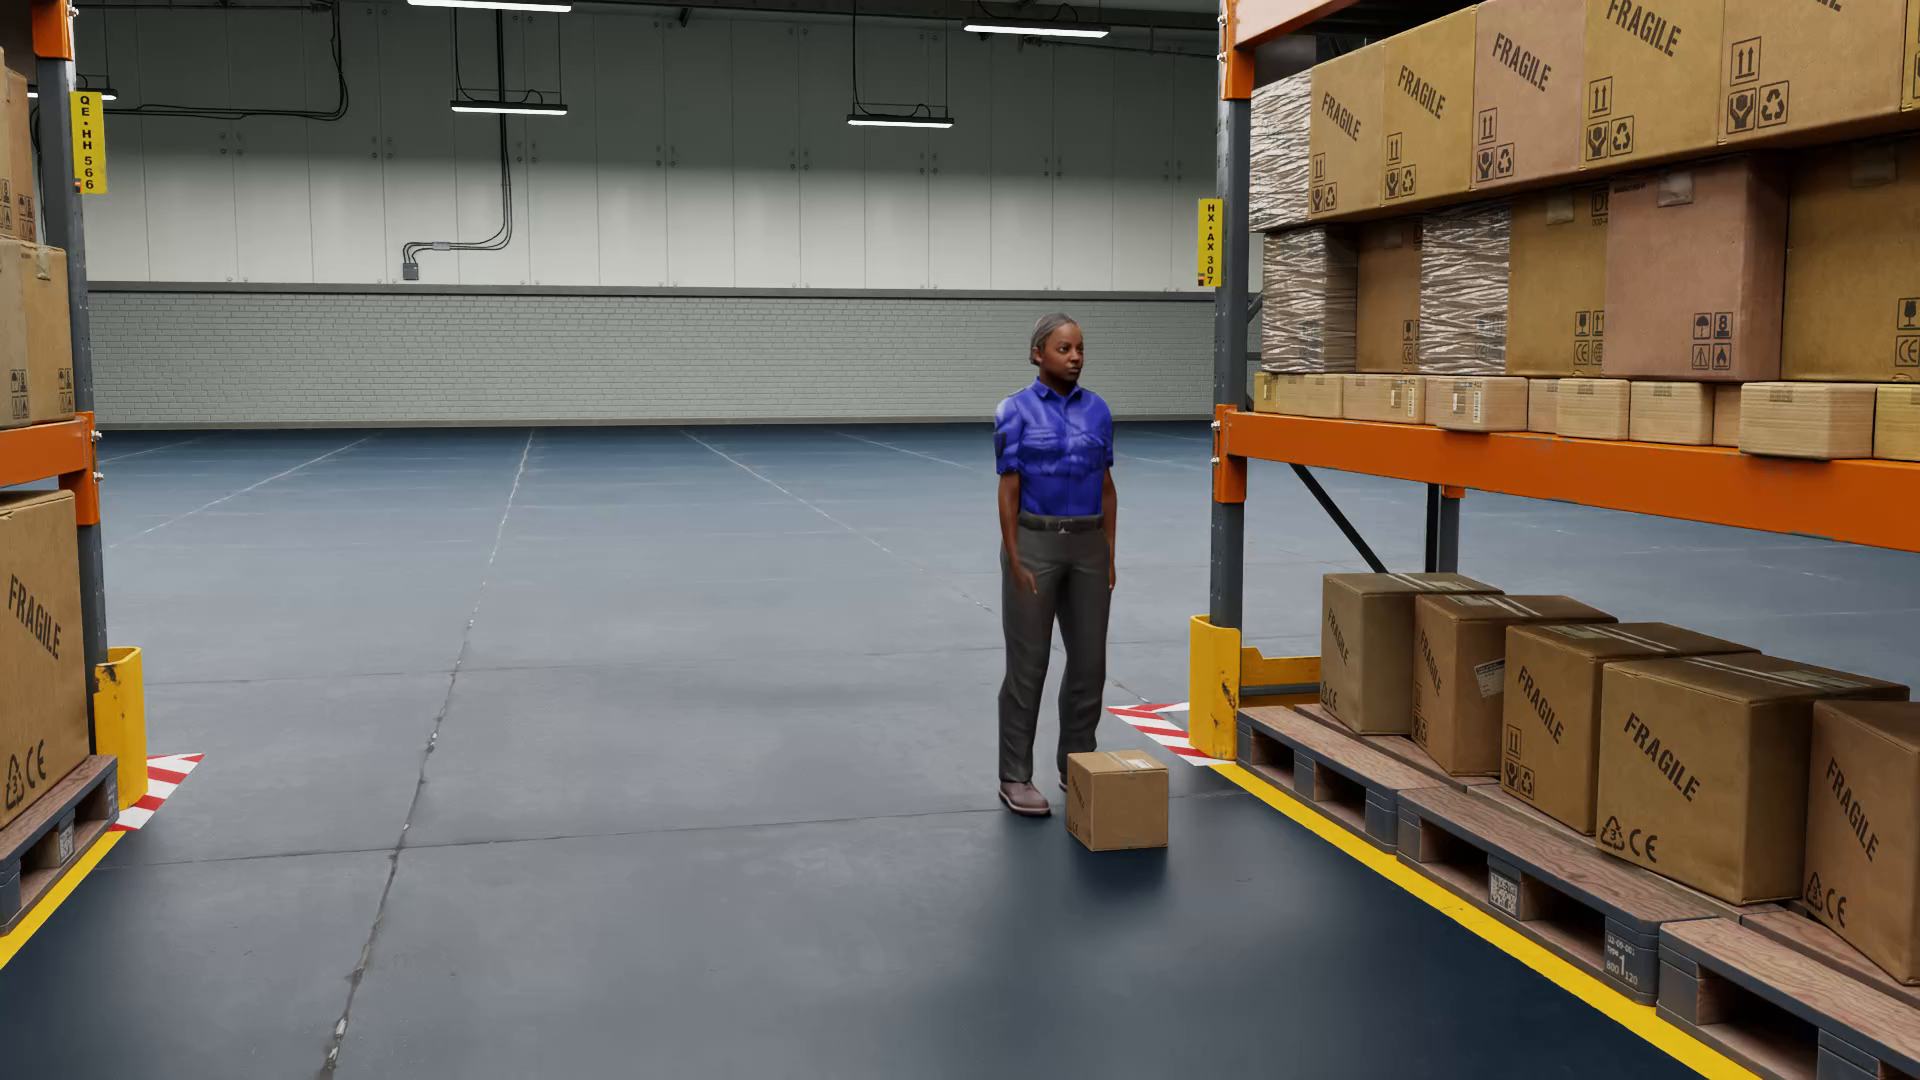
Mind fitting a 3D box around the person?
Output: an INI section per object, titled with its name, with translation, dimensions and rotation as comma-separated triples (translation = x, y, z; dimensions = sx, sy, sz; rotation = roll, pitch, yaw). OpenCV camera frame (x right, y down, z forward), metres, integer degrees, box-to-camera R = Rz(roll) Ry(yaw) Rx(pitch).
[person]
translation = 0.335, 0.078, 5.574
dimensions = 0.437, 1.674, 0.322
rotation = -2, 7, -21
